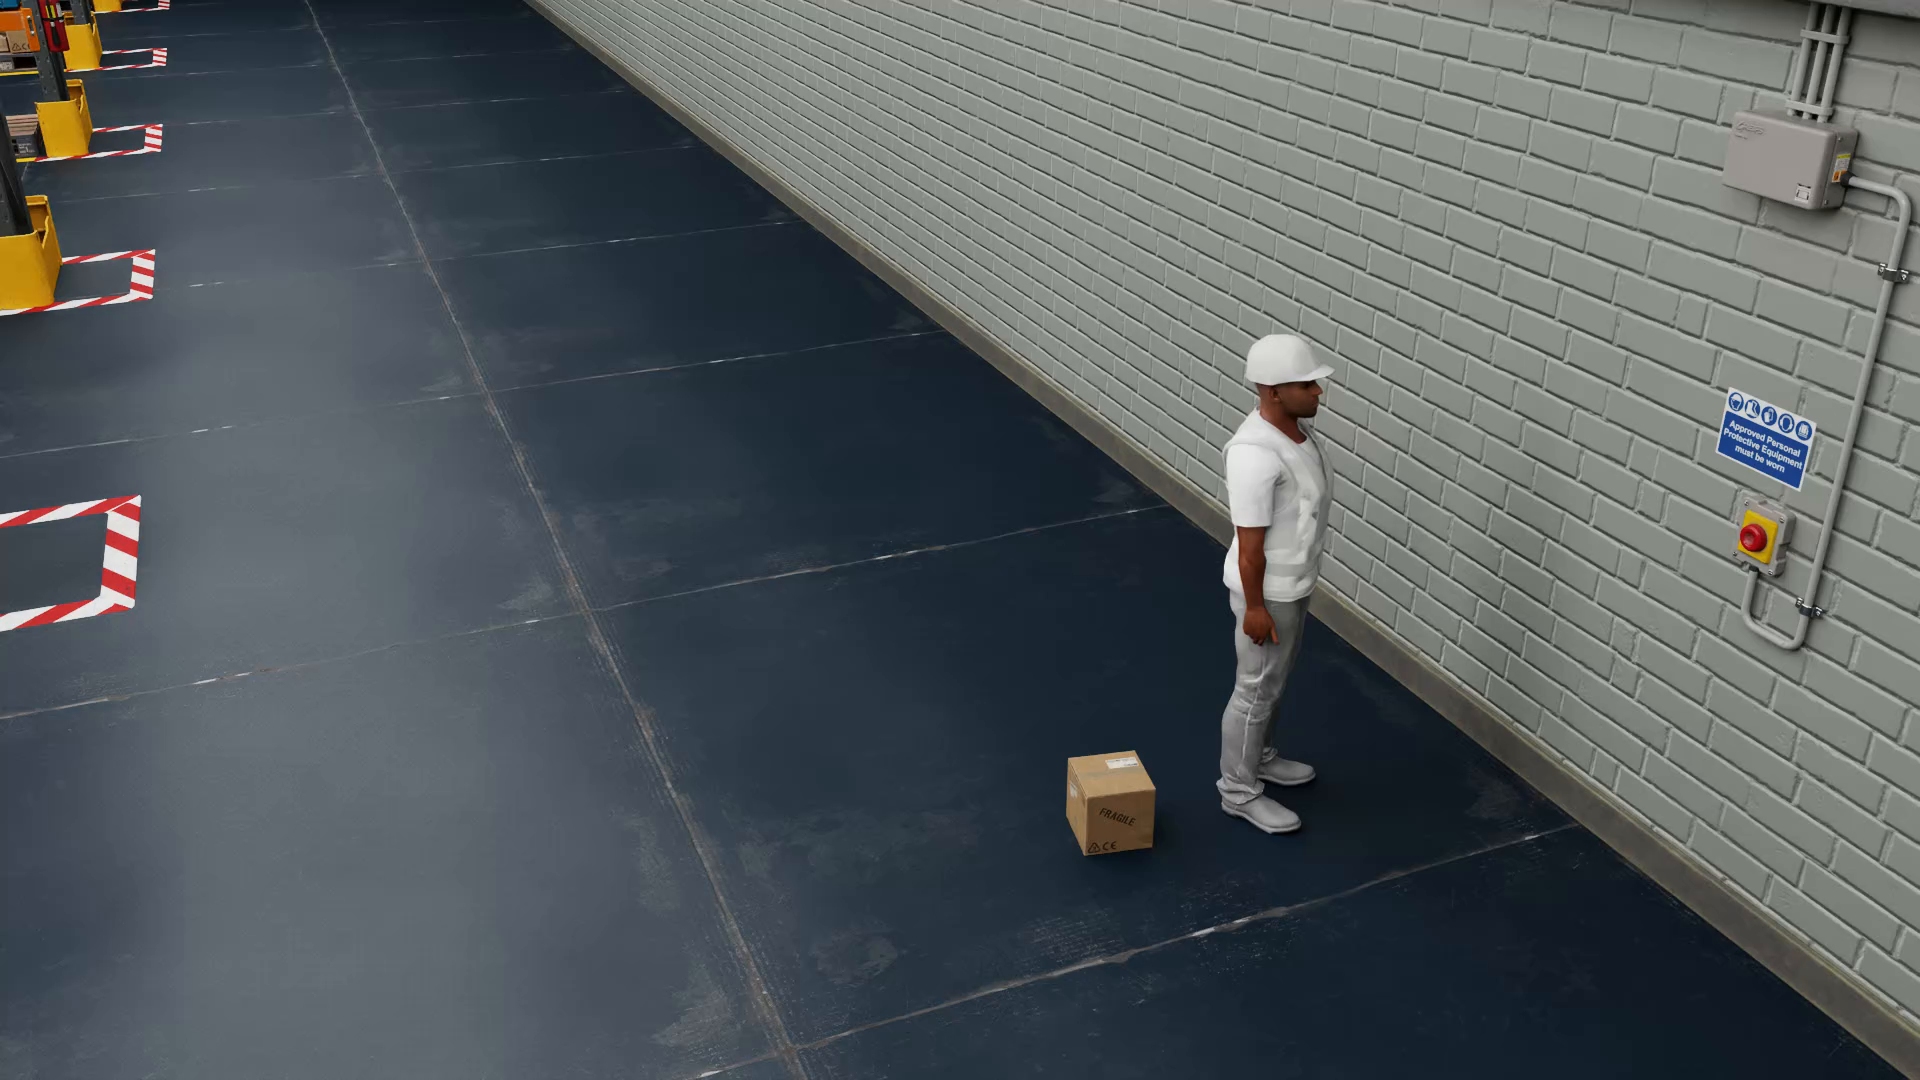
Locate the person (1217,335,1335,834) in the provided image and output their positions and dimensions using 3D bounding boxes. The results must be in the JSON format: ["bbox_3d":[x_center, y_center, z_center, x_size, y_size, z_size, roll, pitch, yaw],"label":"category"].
[{"bbox_3d":[1.104,0.139,5.794,0.393,1.770,0.544,9,27,18],"label":"person"}]
